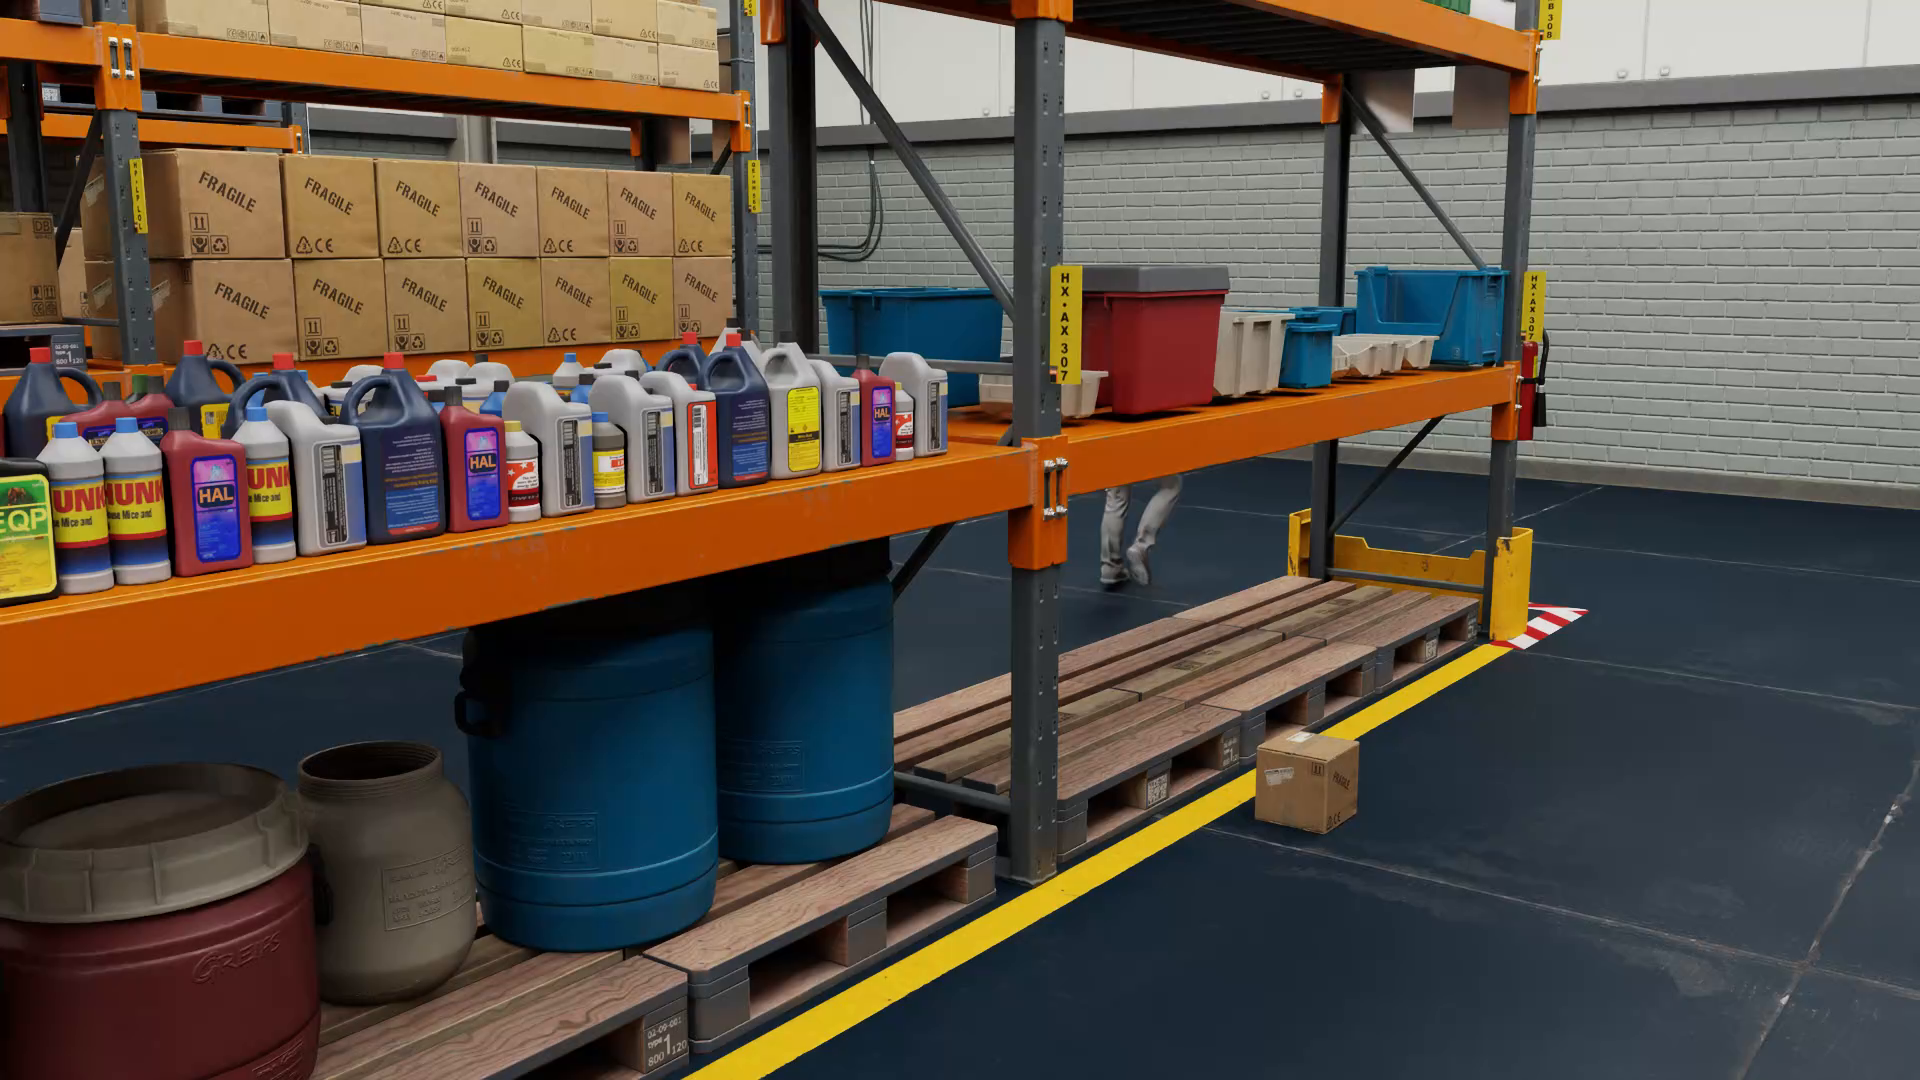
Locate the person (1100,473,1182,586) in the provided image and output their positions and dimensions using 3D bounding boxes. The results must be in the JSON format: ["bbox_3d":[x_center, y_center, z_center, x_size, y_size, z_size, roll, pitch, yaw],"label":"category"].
[{"bbox_3d":[0.981,-0.582,9.110,0.538,1.695,0.463,6,12,32],"label":"person"}]
